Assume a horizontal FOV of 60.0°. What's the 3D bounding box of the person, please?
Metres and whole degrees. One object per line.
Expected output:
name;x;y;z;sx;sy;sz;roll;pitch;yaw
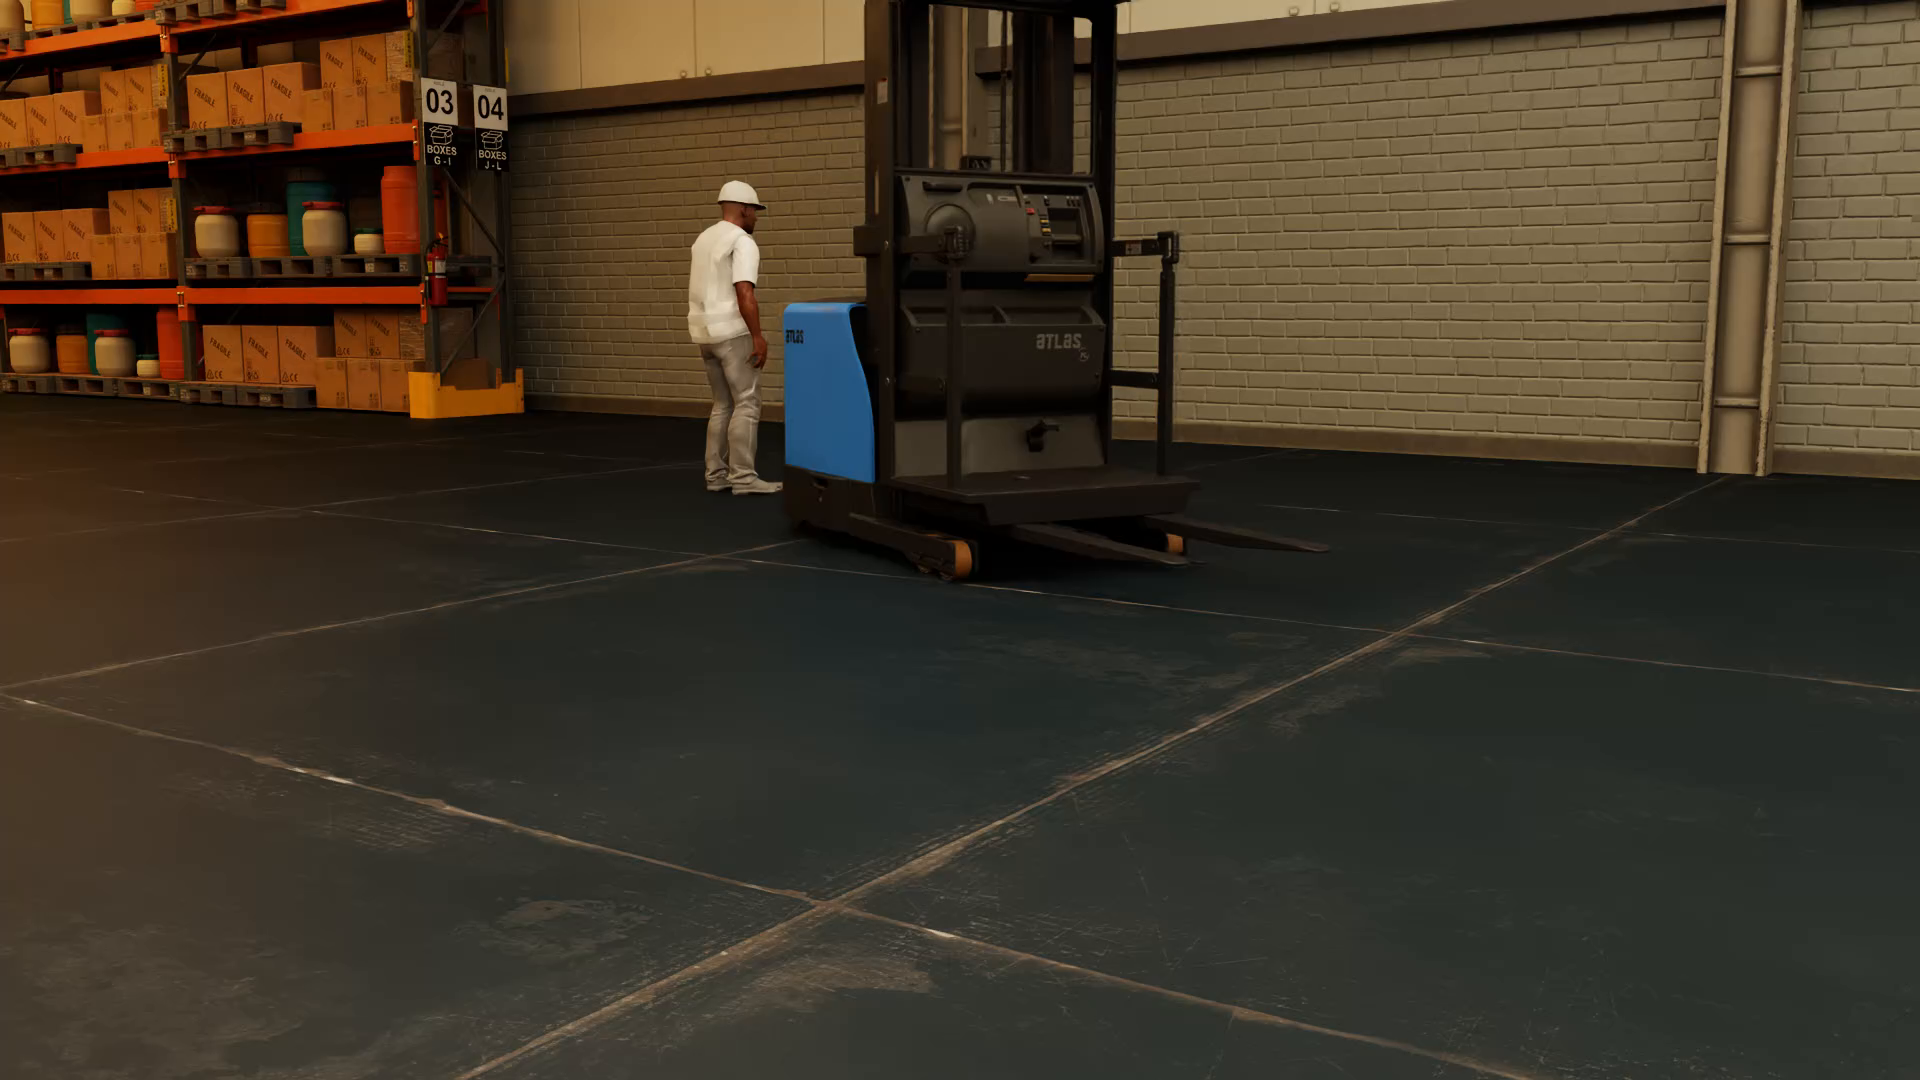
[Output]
person;-1.291;-1.150;9.458;0.464;1.759;0.626;-6;10;-36

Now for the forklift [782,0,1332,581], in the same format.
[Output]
forklift;0.288;-1.362;6.768;1.130;2.935;3.031;-4;9;-28
